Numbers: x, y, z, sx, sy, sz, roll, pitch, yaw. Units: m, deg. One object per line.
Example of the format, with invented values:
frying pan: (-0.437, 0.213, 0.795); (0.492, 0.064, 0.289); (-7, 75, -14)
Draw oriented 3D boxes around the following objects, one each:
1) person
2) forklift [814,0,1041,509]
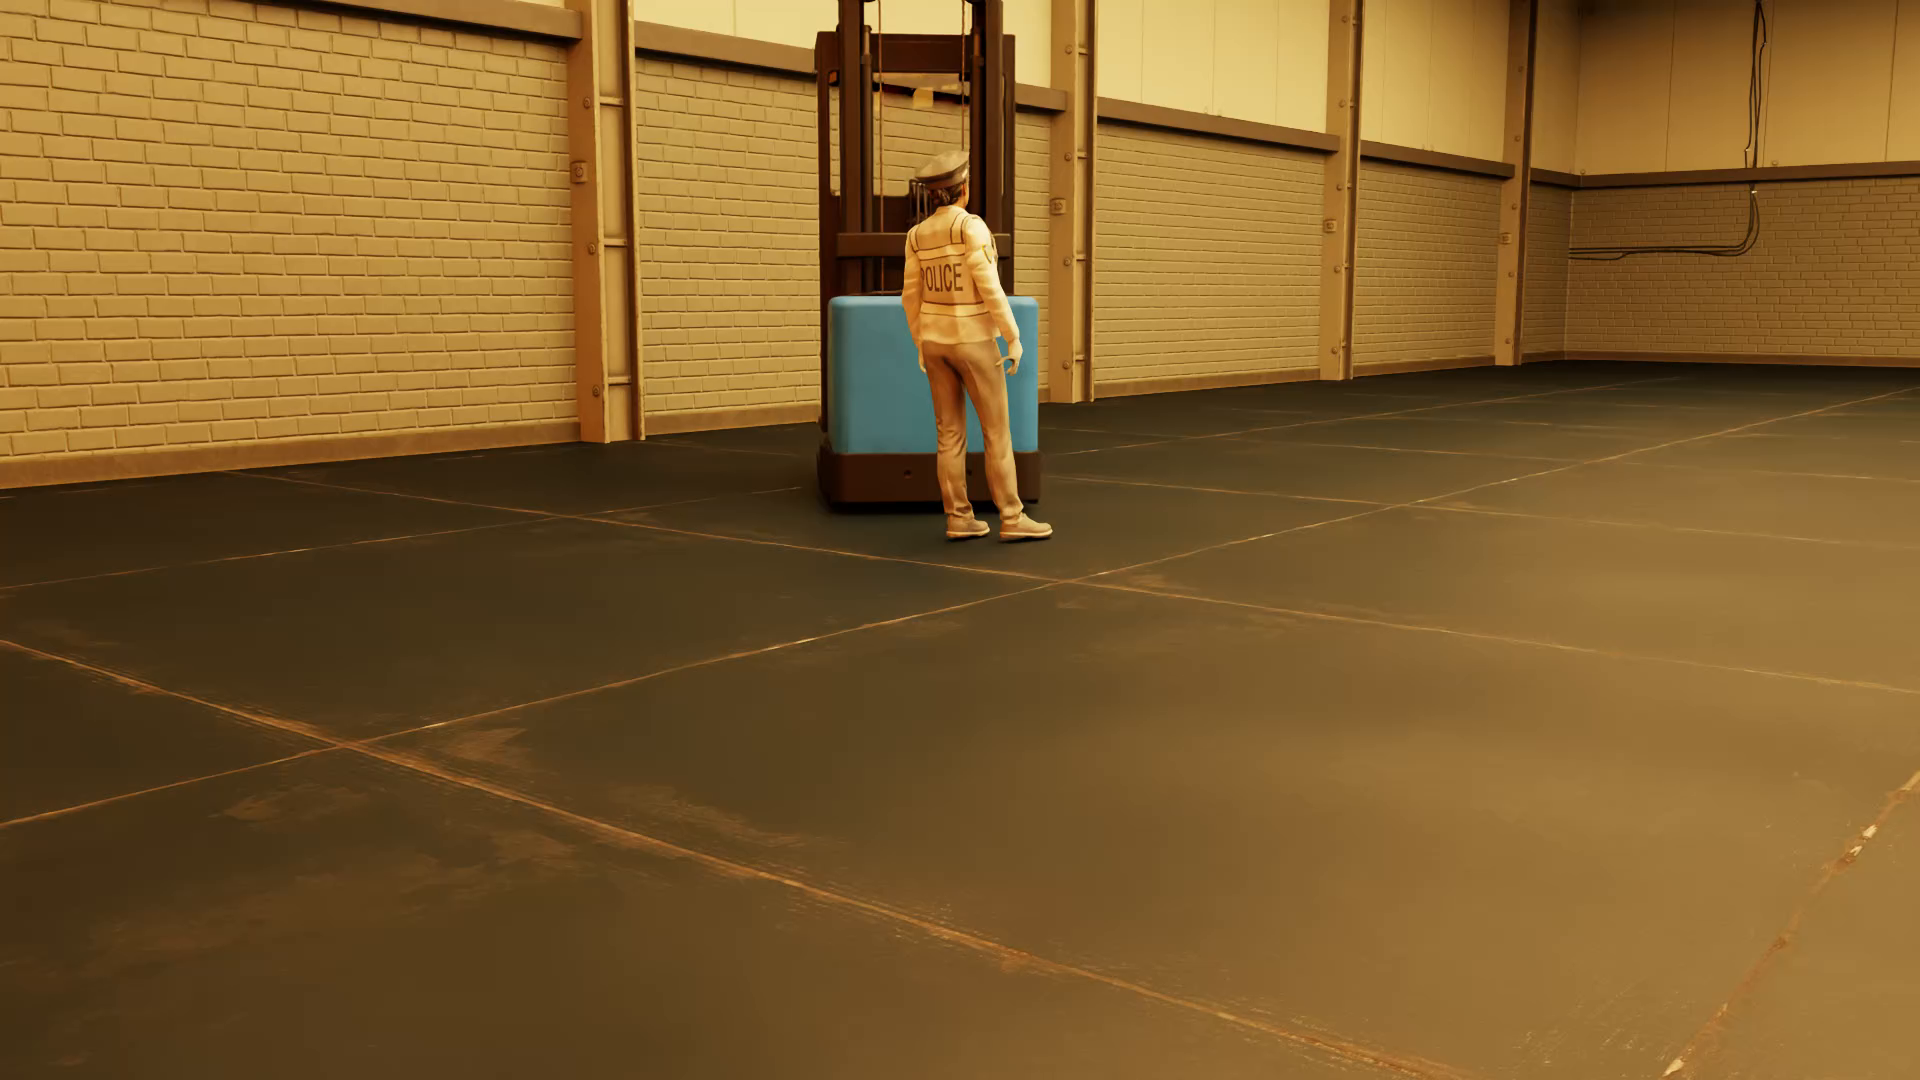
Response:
person: (0.048, -0.852, 7.330); (0.588, 1.695, 0.531); (7, 11, 38)
forklift: (-0.266, -1.787, 9.495); (1.130, 2.935, 3.031); (-1, 8, -6)
